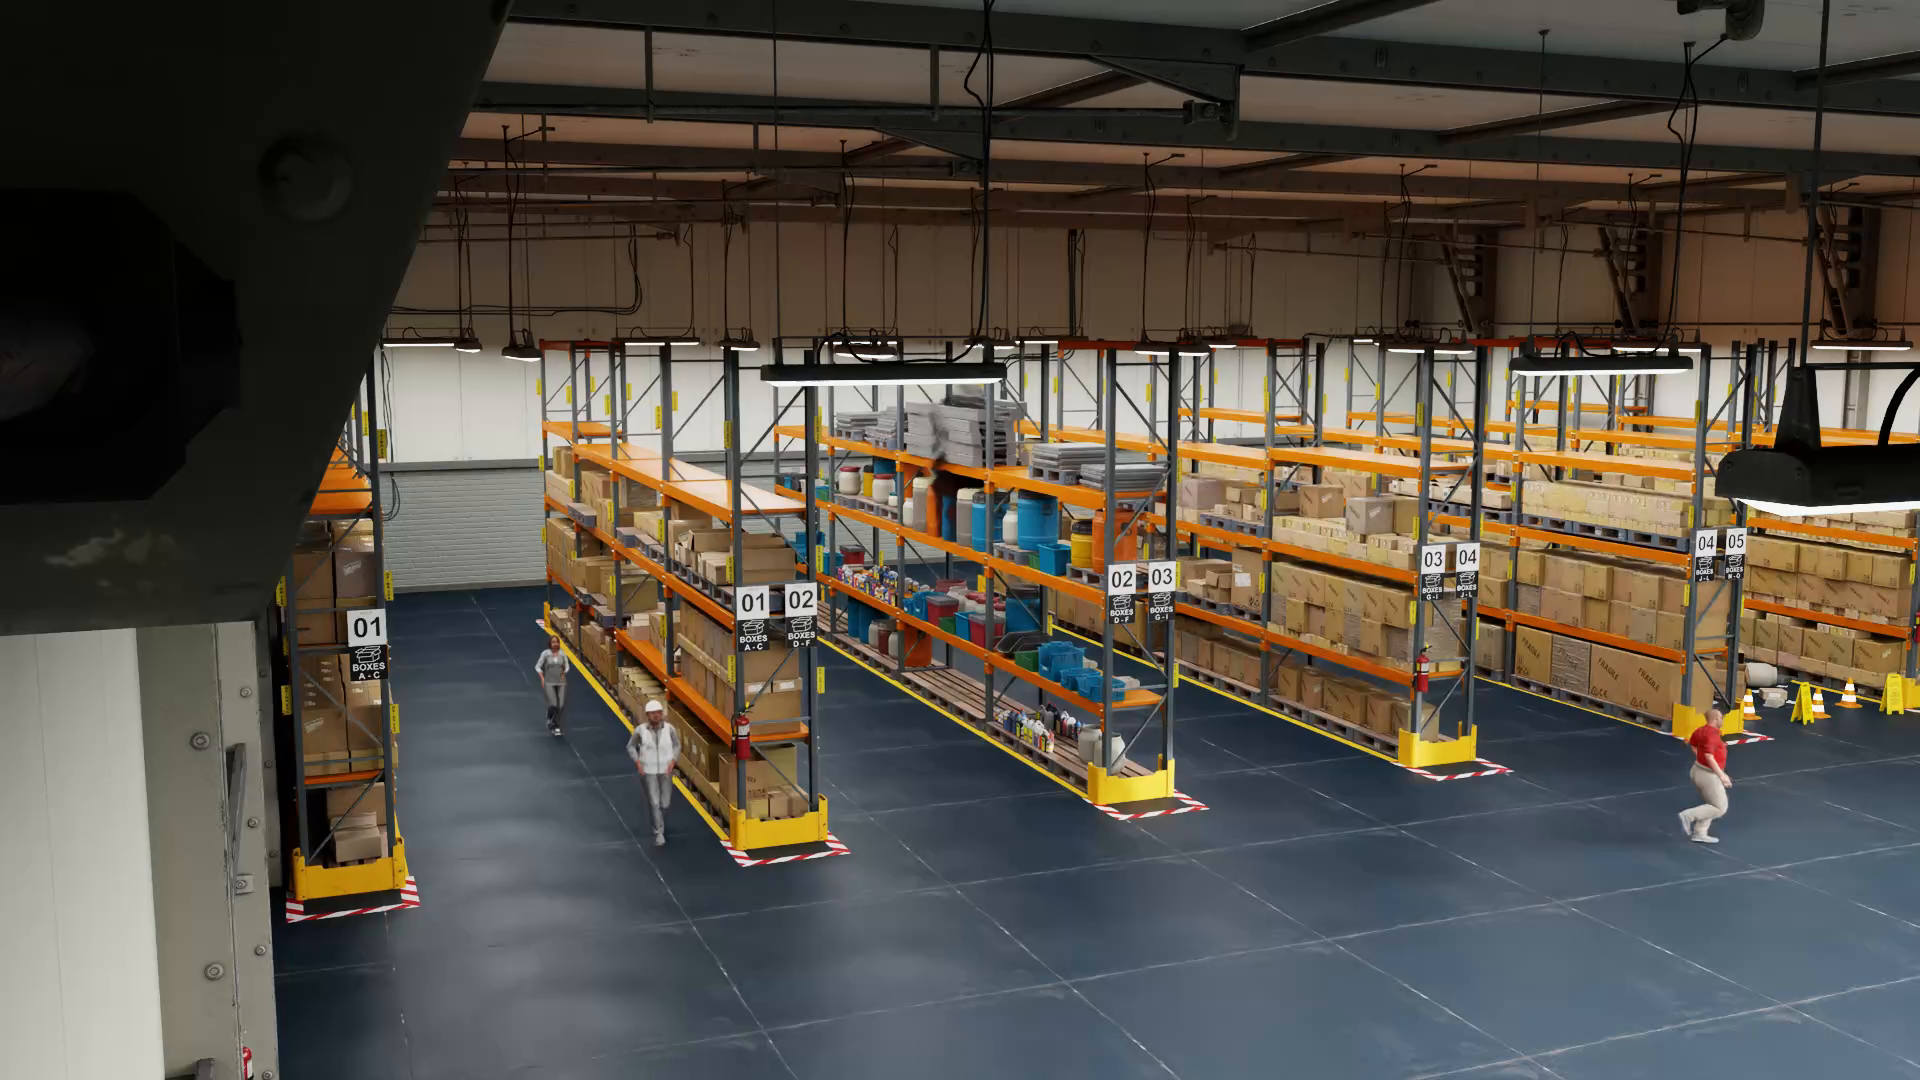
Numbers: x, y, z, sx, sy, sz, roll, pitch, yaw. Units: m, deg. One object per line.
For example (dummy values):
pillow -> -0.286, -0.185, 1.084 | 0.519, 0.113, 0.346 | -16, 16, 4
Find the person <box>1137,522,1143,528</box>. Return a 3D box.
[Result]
person -> 4.296, 0.333, 40.411 | 0.576, 1.509, 0.528 | 4, 8, 26

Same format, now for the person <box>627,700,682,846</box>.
person -> -3.761, 2.820, 20.489 | 0.665, 1.754, 0.719 | -3, 8, -20

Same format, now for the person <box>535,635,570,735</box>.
person -> -6.236, 2.241, 25.588 | 0.503, 1.559, 0.493 | -4, 8, -26

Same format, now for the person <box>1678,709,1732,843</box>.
person -> 9.069, 2.888, 20.280 | 0.635, 1.664, 0.649 | 0, 7, 3
